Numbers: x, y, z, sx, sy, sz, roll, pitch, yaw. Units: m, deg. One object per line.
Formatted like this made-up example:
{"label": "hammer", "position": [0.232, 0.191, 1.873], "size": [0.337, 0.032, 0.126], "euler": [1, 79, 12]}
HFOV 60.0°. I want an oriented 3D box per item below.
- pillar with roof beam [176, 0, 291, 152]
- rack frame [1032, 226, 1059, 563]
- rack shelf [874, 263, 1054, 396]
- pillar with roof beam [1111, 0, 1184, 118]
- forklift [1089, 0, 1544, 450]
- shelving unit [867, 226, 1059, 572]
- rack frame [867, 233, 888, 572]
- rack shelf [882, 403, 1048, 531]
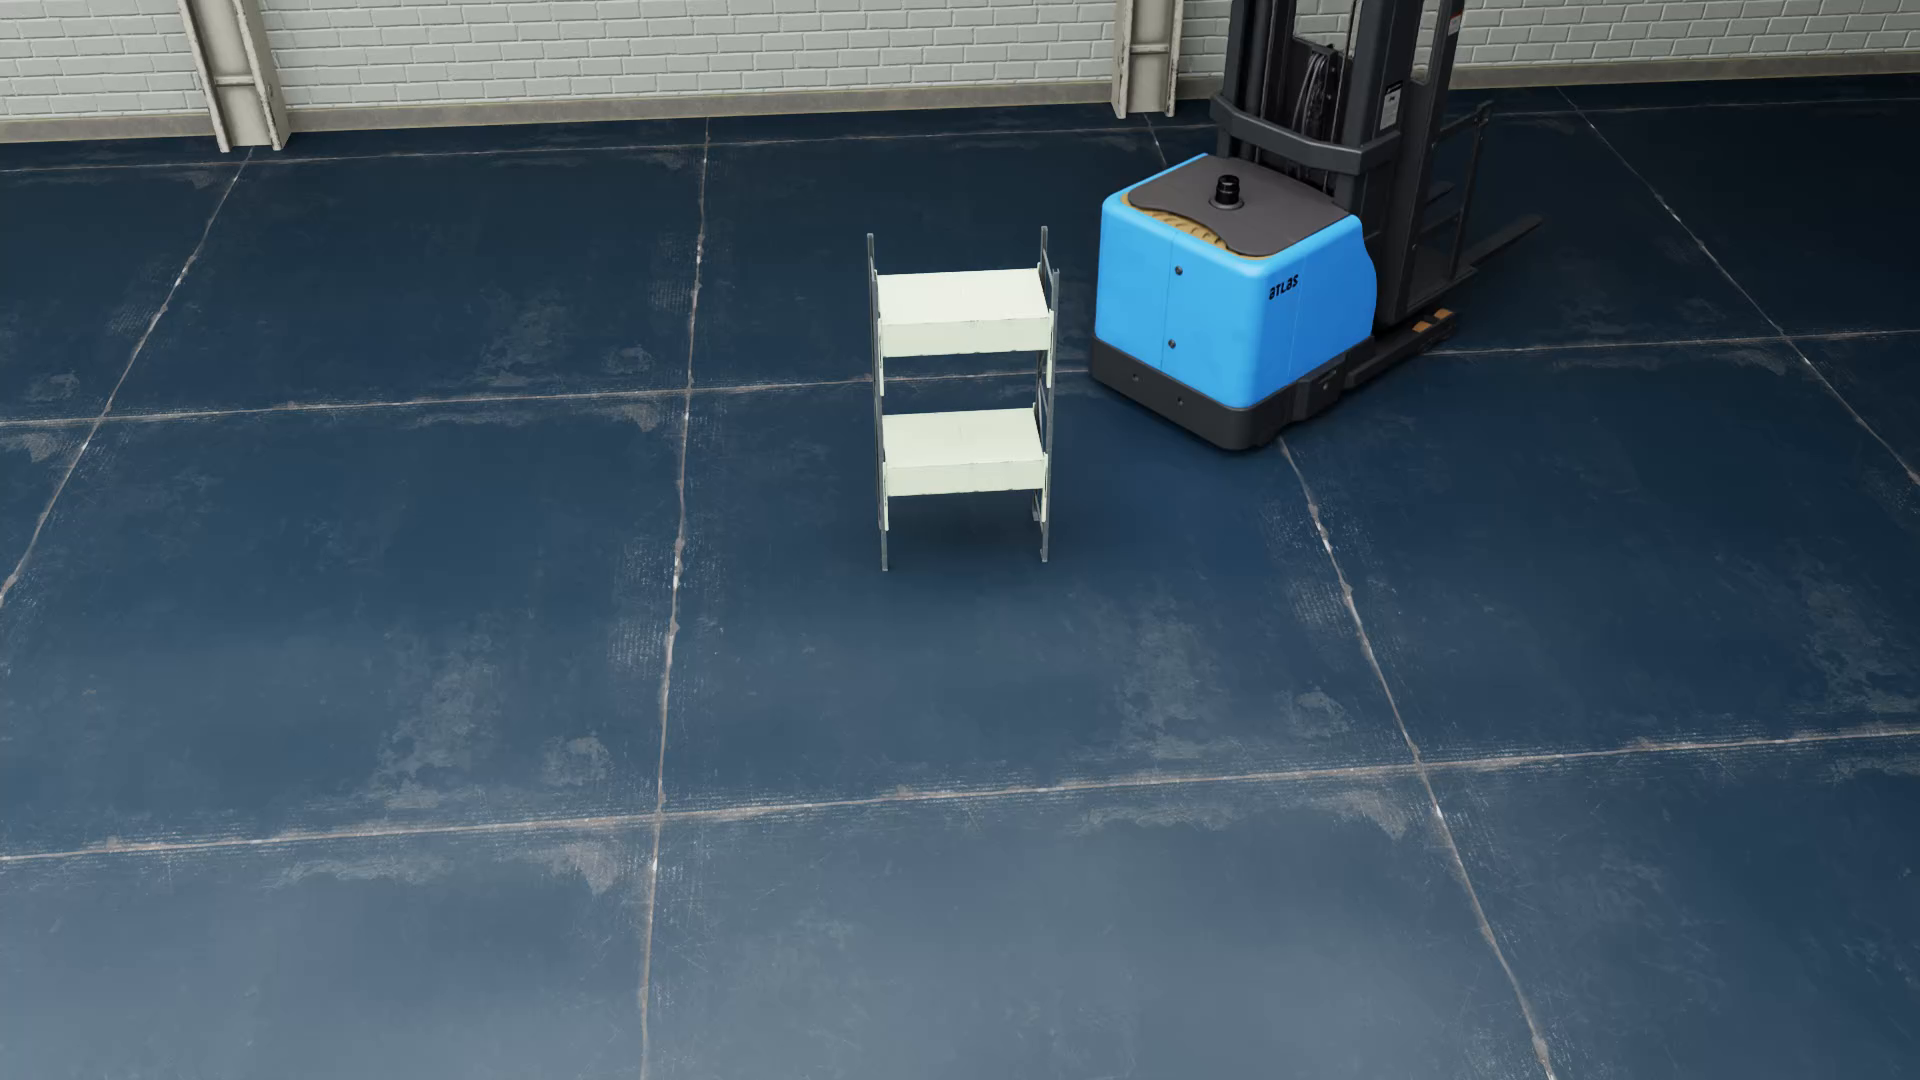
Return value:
{"label": "pillar with roof beam", "position": [-4.328, -3.548, 4.982], "size": [0.400, 9.000, 9.100], "euler": [-3, 38, -4]}
{"label": "rack frame", "position": [0.371, -0.609, 7.311], "size": [0.023, 1.500, 0.400], "euler": [-3, 38, -4]}
{"label": "rack shelf", "position": [0.007, -0.896, 7.044], "size": [0.720, 0.370, 0.431], "euler": [-3, 38, -4]}
{"label": "pillar with roof beam", "position": [1.648, -3.877, 5.399], "size": [0.400, 9.000, 9.100], "euler": [-3, 38, -4]}
{"label": "forklift", "position": [2.104, -2.385, 8.406], "size": [3.031, 2.935, 1.130], "euler": [-30, 47, -32]}
{"label": "shelving unit", "position": [0.007, -0.589, 7.286], "size": [0.755, 1.500, 0.431], "euler": [-3, 38, -4]}
{"label": "rack frame", "position": [-0.358, -0.569, 7.260], "size": [0.023, 1.500, 0.400], "euler": [-3, 38, -4]}
{"label": "rack shelf", "position": [0.007, -0.333, 7.488], "size": [0.720, 0.370, 0.431], "euler": [-3, 38, -4]}
